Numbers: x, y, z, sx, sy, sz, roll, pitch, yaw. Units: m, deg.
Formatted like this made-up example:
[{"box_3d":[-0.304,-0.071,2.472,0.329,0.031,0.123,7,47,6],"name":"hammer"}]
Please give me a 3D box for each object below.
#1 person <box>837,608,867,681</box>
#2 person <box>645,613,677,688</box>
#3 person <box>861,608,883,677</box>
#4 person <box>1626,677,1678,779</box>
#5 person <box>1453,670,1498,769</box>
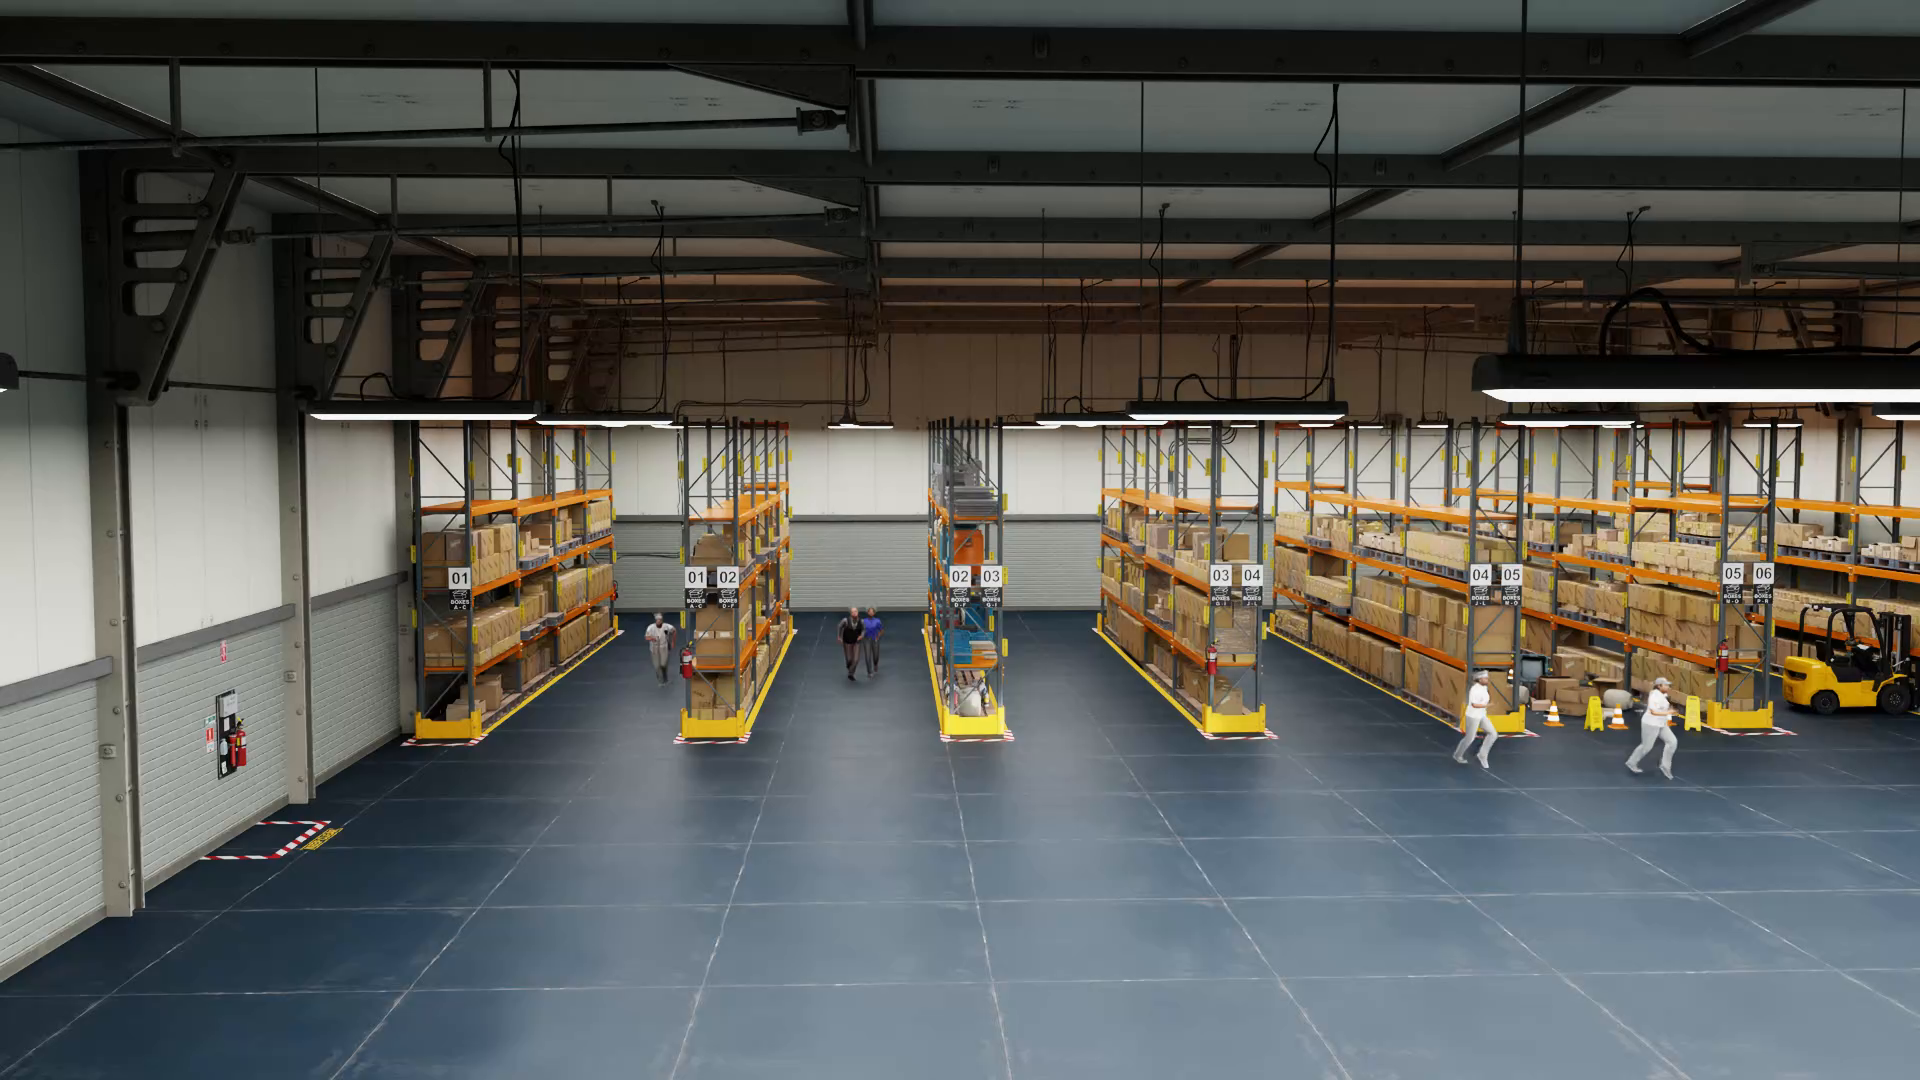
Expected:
[{"box_3d":[-2.493,2.401,38.403,0.693,1.678,0.681,-1,4,-11],"name":"person"},{"box_3d":[-6.641,2.453,36.874,0.653,1.704,0.786,0,4,-2],"name":"person"},{"box_3d":[-2.085,2.382,38.887,0.576,1.604,0.612,0,4,-1],"name":"person"},{"box_3d":[11.483,3.106,27.575,0.828,1.703,0.626,3,5,42],"name":"person"},{"box_3d":[8.797,3.036,28.340,0.816,1.703,0.601,3,5,43],"name":"person"}]
